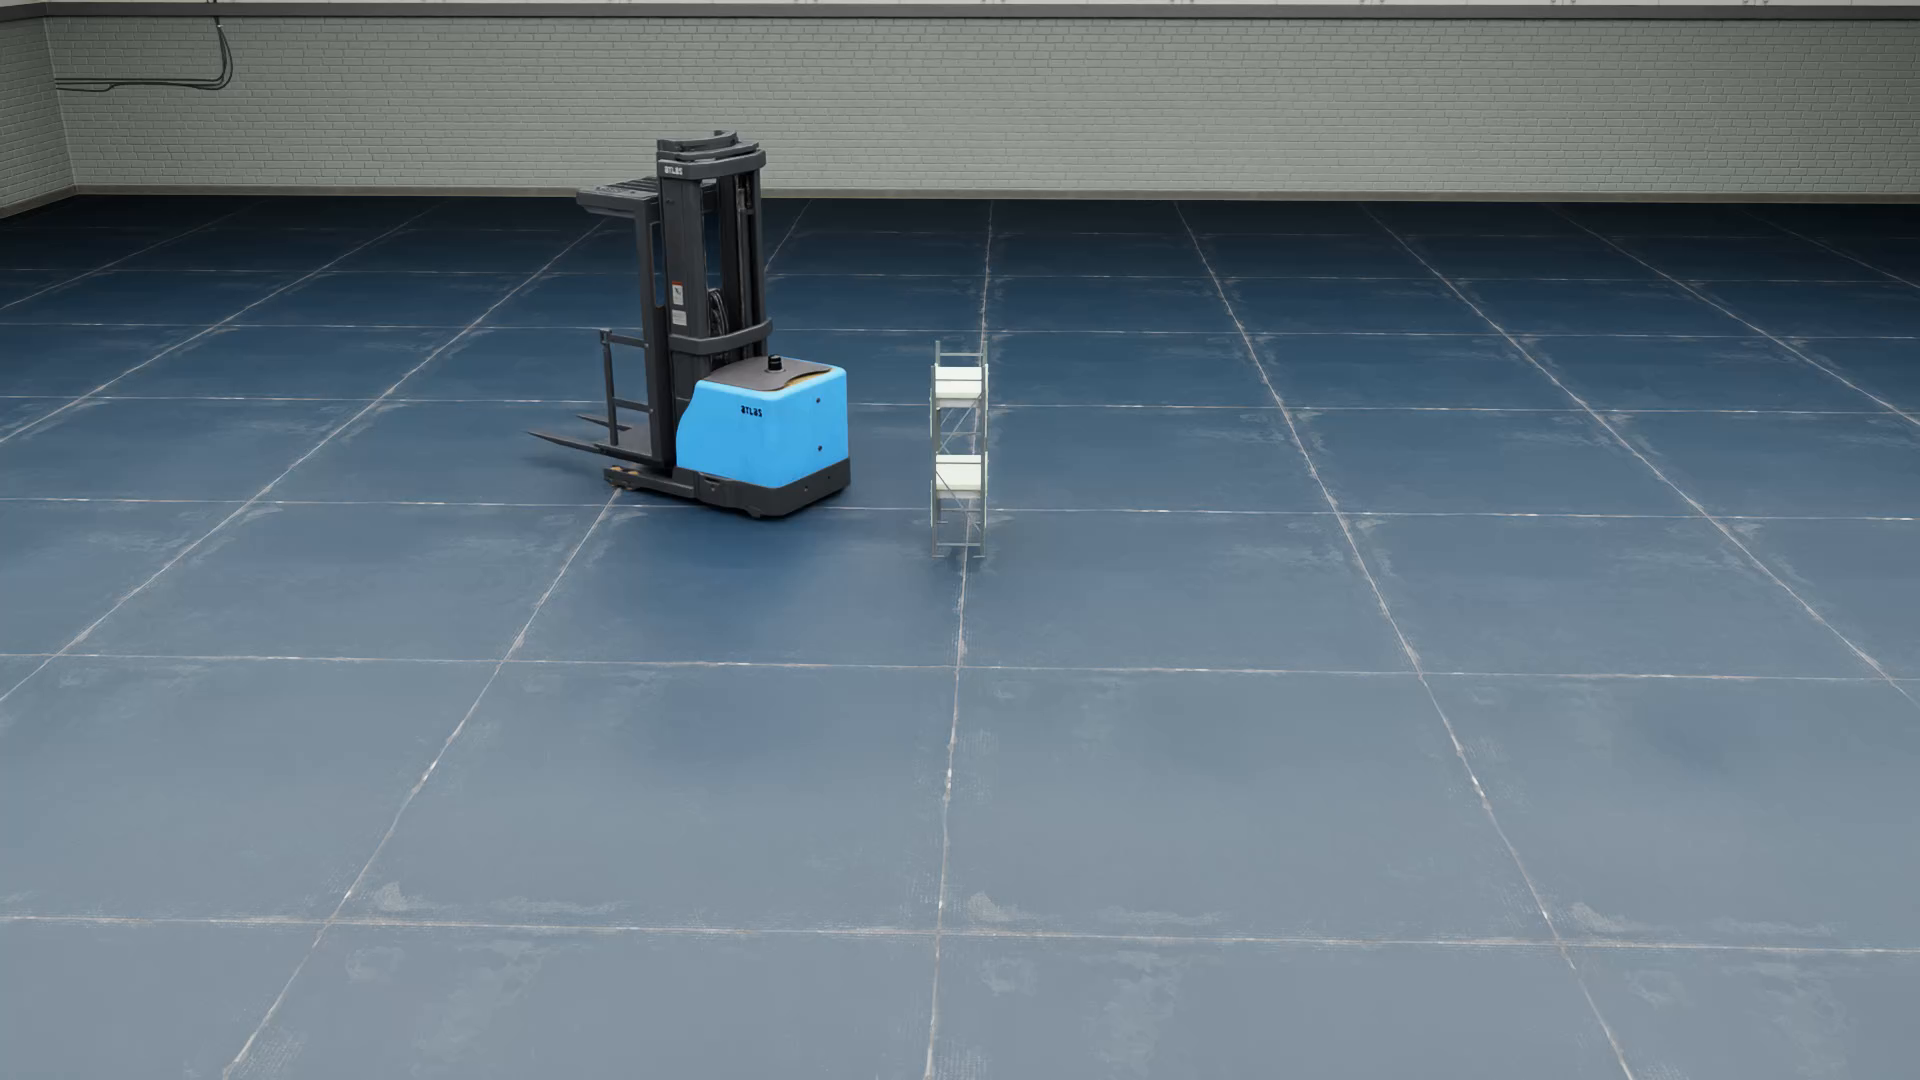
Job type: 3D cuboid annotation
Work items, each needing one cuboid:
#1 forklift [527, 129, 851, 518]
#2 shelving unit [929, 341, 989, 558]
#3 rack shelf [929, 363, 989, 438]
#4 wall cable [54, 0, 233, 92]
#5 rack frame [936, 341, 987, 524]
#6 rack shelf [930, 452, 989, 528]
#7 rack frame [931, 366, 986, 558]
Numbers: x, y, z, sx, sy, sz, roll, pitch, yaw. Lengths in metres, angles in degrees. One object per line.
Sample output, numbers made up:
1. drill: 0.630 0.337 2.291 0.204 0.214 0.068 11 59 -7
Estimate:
1. forklift: -2.439 -1.932 13.957 3.031 2.935 1.130 13 25 31
2. shelving unit: 0.000 -0.702 12.764 0.431 1.500 0.755 1 21 2
3. rack shelf: 0.000 -1.065 12.623 0.431 0.370 0.720 1 21 2
4. wall cable: -13.454 -8.559 26.940 3.097 2.526 0.112 1 21 2
5. rack frame: 0.011 -0.834 13.105 0.400 1.500 0.023 1 21 2
6. rack shelf: 0.000 -0.398 12.882 0.431 0.370 0.720 1 21 2
7. rack frame: -0.011 -0.569 12.423 0.400 1.500 0.023 1 21 2
